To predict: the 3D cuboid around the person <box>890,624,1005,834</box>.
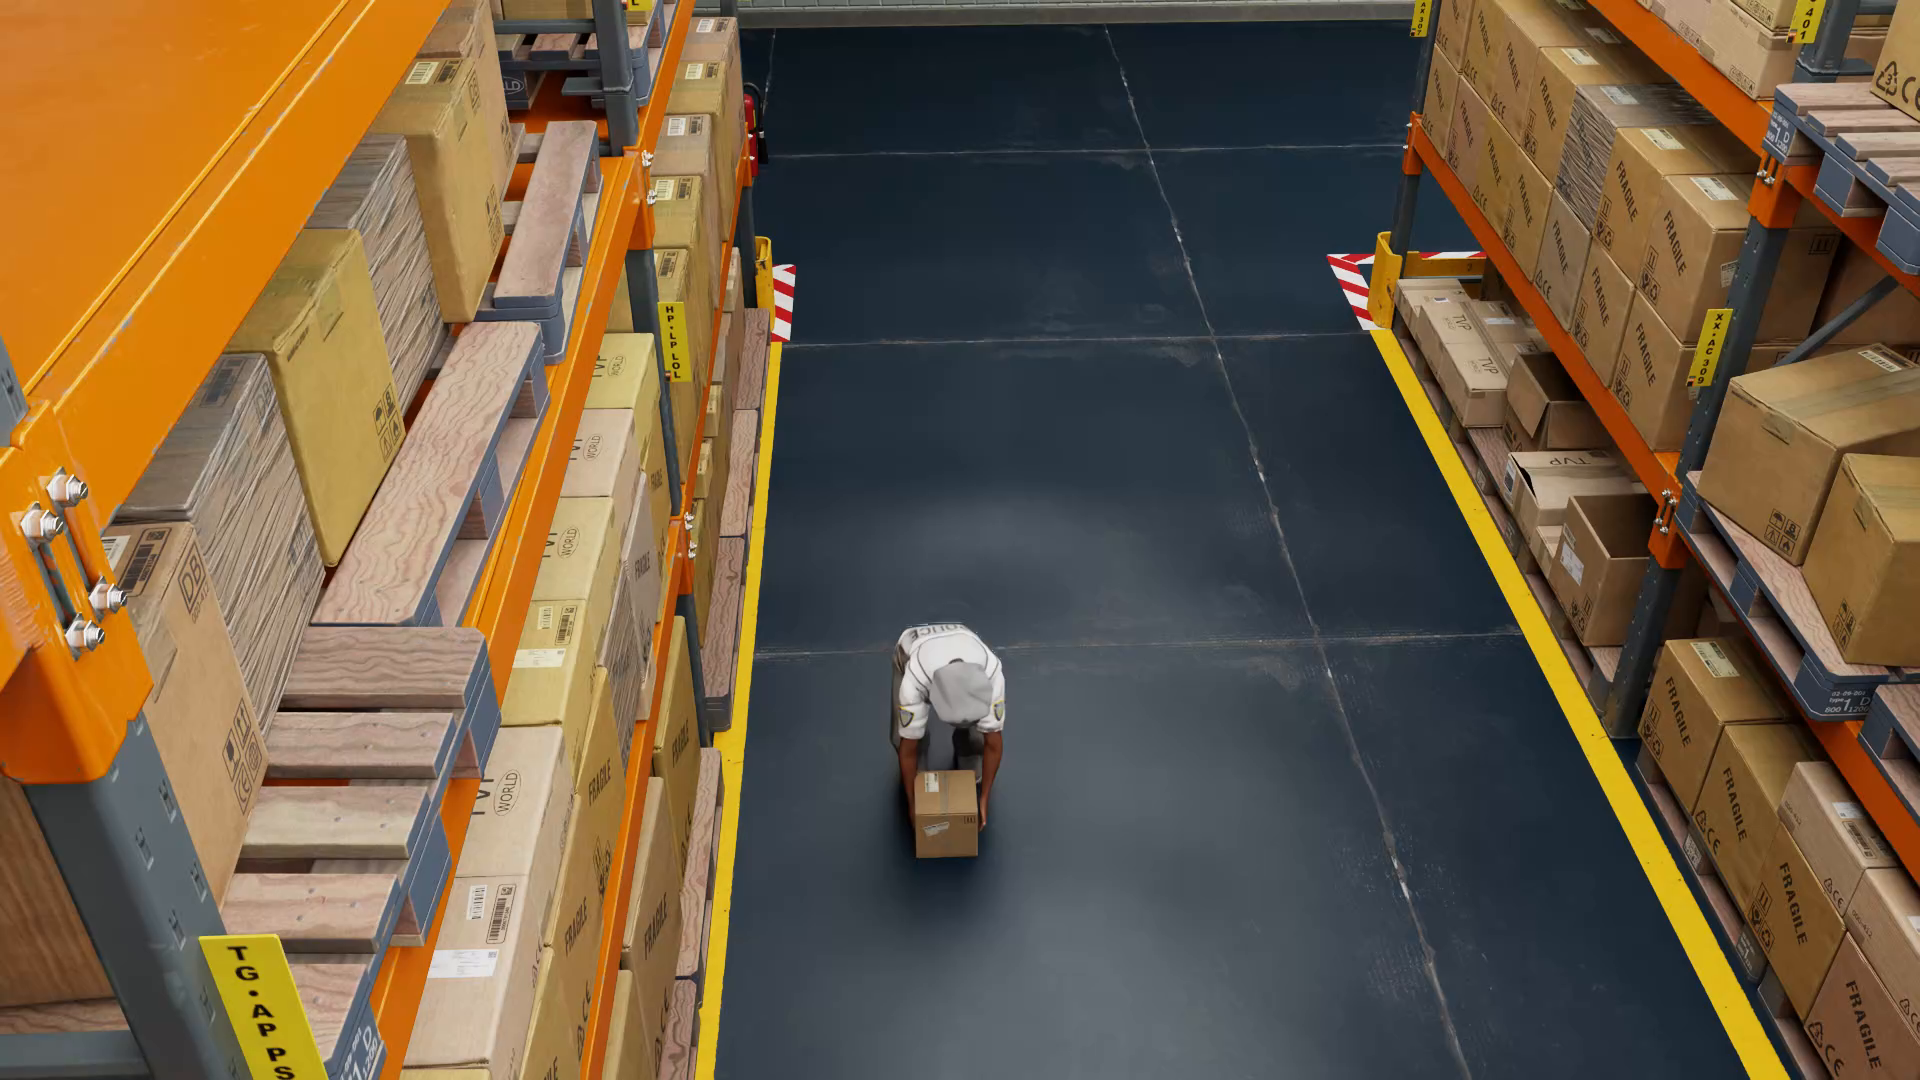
[{"bbox_3d":[-0.059,0.684,6.881,0.471,0.866,0.865,-1,35,-2],"label":"person"}]
